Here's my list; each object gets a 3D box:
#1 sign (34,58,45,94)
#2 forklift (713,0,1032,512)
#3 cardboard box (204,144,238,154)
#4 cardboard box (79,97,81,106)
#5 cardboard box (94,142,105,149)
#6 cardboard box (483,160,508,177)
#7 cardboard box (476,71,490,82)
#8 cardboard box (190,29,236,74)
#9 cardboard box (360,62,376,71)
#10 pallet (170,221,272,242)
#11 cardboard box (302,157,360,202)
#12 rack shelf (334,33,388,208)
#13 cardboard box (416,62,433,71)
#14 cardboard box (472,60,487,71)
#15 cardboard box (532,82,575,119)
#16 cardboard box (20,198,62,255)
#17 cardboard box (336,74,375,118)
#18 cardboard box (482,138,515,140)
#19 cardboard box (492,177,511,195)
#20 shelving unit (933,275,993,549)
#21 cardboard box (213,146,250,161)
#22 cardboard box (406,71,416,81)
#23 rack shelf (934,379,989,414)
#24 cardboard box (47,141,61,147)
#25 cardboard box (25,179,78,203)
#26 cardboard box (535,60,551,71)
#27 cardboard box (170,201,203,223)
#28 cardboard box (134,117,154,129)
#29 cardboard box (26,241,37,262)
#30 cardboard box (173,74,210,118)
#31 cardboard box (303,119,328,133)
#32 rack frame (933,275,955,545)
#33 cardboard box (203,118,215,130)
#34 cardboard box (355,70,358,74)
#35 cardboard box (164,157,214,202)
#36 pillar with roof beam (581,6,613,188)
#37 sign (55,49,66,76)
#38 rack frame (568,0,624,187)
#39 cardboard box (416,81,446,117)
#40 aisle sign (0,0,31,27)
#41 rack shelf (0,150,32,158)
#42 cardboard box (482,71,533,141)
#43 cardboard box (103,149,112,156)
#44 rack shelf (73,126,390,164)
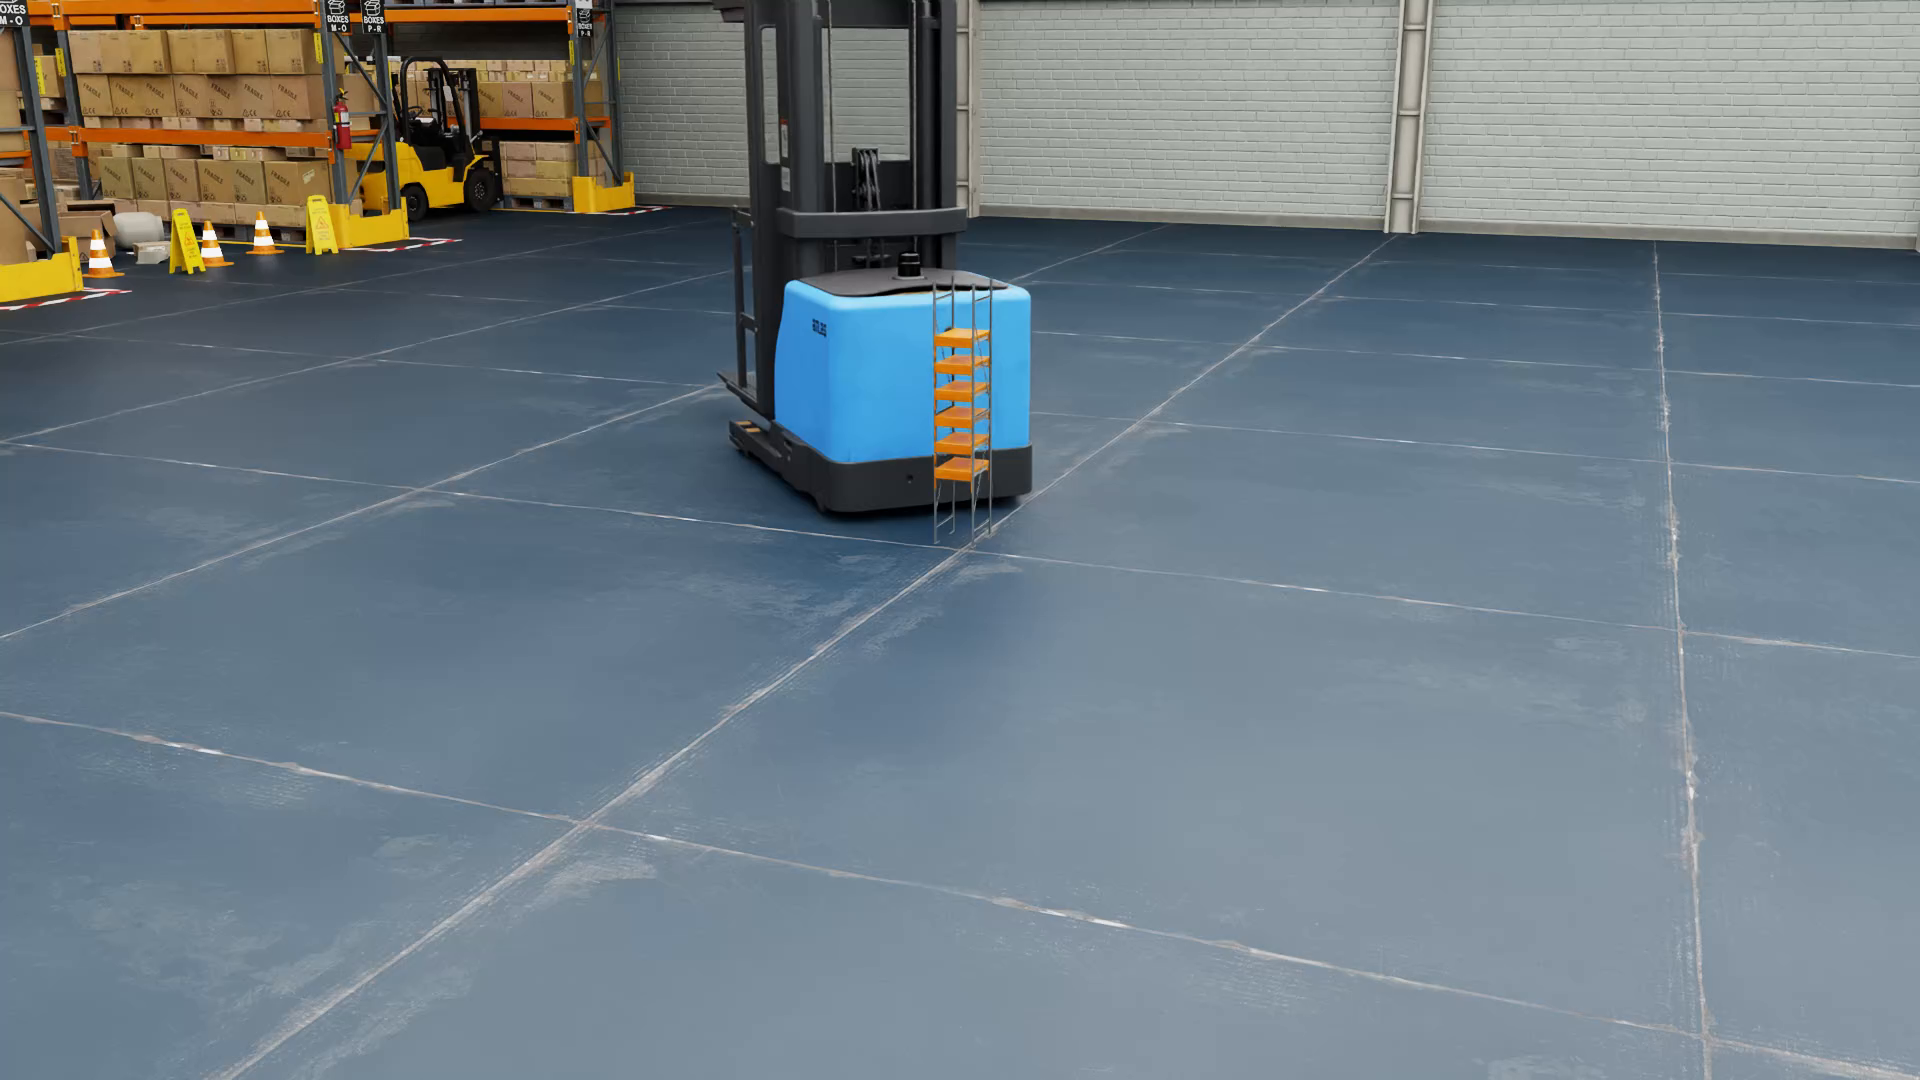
[{"bbox_3d":[-8.553,-4.305,15.426,0.005,0.325,0.100,6,17,21],"label":"sign"},{"bbox_3d":[-0.663,-1.863,8.993,1.129,2.843,3.031,-6,17,-21],"label":"forklift"},{"bbox_3d":[-11.478,-6.037,26.594,0.625,0.625,0.875,7,18,22],"label":"cardboard box"},{"bbox_3d":[-11.159,-5.630,21.385,0.250,0.149,0.380,7,17,21],"label":"cardboard box"},{"bbox_3d":[-13.940,-6.502,27.258,0.250,0.149,0.380,7,18,22],"label":"cardboard box"},{"bbox_3d":[-6.740,-5.481,24.455,0.500,0.250,0.500,6,17,19],"label":"cardboard box"},{"bbox_3d":[-6.850,-6.737,24.156,0.250,0.149,0.380,6,17,21],"label":"cardboard box"},{"bbox_3d":[-8.576,-5.748,19.585,0.500,0.500,0.700,6,17,20],"label":"cardboard box"},{"bbox_3d":[-8.756,-7.091,24.844,0.250,0.149,0.380,7,17,22],"label":"cardboard box"},{"bbox_3d":[-8.985,-3.888,20.687,1.213,0.211,1.003,6,17,21],"label":"pallet"},{"bbox_3d":[-7.711,-4.400,20.282,0.500,0.500,0.500,6,17,19],"label":"cardboard box"},{"bbox_3d":[-7.039,-5.003,19.525,0.053,2.616,0.949,6,17,21],"label":"rack shelf"},{"bbox_3d":[-7.786,-6.992,24.501,0.250,0.149,0.380,6,17,20],"label":"cardboard box"},{"bbox_3d":[-6.857,-6.878,24.110,0.250,0.149,0.380,7,17,22],"label":"cardboard box"},{"bbox_3d":[-5.777,-6.320,23.883,0.500,0.500,0.500,6,17,19],"label":"cardboard box"},{"bbox_3d":[-10.476,-3.485,18.531,0.503,0.637,0.797,6,17,21],"label":"cardboard box"},{"bbox_3d":[-7.379,-5.313,19.881,0.500,0.500,0.500,6,17,20],"label":"cardboard box"},{"bbox_3d":[-7.002,-5.907,25.027,0.500,0.250,0.500,6,17,20],"label":"cardboard box"},{"bbox_3d":[-7.656,-5.344,24.880,2.548,0.250,0.556,6,17,21],"label":"cardboard box"},{"bbox_3d":[0.013,-0.575,7.501,0.189,1.200,0.258,6,17,21],"label":"shelving unit"},{"bbox_3d":[-8.724,-4.643,19.956,0.250,0.149,0.380,7,18,23],"label":"cardboard box"},{"bbox_3d":[-8.047,-6.867,24.606,0.250,0.149,0.380,7,17,22],"label":"cardboard box"},{"bbox_3d":[0.013,-0.647,7.480,0.180,0.103,0.258,6,17,21],"label":"rack shelf"},{"bbox_3d":[-14.912,-6.607,27.618,0.250,0.149,0.380,7,18,23],"label":"cardboard box"},{"bbox_3d":[-11.920,-4.476,21.672,0.625,0.372,0.950,7,18,24],"label":"cardboard box"},{"bbox_3d":[-5.874,-6.791,23.809,0.250,0.149,0.380,6,17,21],"label":"cardboard box"},{"bbox_3d":[-9.316,-4.056,20.445,0.500,0.250,0.500,6,17,20],"label":"cardboard box"},{"bbox_3d":[-9.856,-5.109,20.342,0.250,0.149,0.380,7,18,22],"label":"cardboard box"},{"bbox_3d":[-10.209,-3.106,17.895,0.258,0.266,0.396,10,19,30],"label":"cardboard box"},{"bbox_3d":[-9.039,-5.338,19.967,0.500,0.500,0.500,6,17,21],"label":"cardboard box"},{"bbox_3d":[-7.467,-4.864,19.498,0.250,0.149,0.380,7,18,22],"label":"cardboard box"},{"bbox_3d":[-0.072,-0.584,7.534,0.006,1.200,0.240,6,17,21],"label":"rack frame"},{"bbox_3d":[-8.881,-5.025,20.054,0.250,0.149,0.380,6,17,21],"label":"cardboard box"},{"bbox_3d":[-9.343,-7.035,25.185,0.250,0.149,0.380,7,18,23],"label":"cardboard box"},{"bbox_3d":[-9.327,-4.417,20.340,0.500,0.500,0.500,7,18,24],"label":"cardboard box"},{"bbox_3d":[-7.119,-8.359,20.326,0.400,9.000,9.100,6,17,21],"label":"pillar with roof beam"},{"bbox_3d":[-10.961,-5.823,20.273,0.005,0.325,0.100,6,17,21],"label":"sign"},{"bbox_3d":[-5.222,-6.289,23.958,0.127,3.000,1.000,6,17,21],"label":"rack frame"},{"bbox_3d":[-7.664,-6.533,24.618,0.500,0.500,0.500,6,17,20],"label":"cardboard box"},{"bbox_3d":[-8.586,-5.027,14.945,0.004,0.787,0.394,6,17,21],"label":"aisle sign"},{"bbox_3d":[-10.623,-3.695,15.832,3.809,0.052,0.919,6,17,21],"label":"rack shelf"},{"bbox_3d":[-6.713,-6.197,24.250,1.504,1.239,0.500,6,17,20],"label":"cardboard box"},{"bbox_3d":[-13.598,-6.150,27.209,0.500,0.500,0.500,6,17,20],"label":"cardboard box"},{"bbox_3d":[-8.901,-4.861,20.327,4.000,0.370,1.077,6,17,21],"label":"rack shelf"}]
